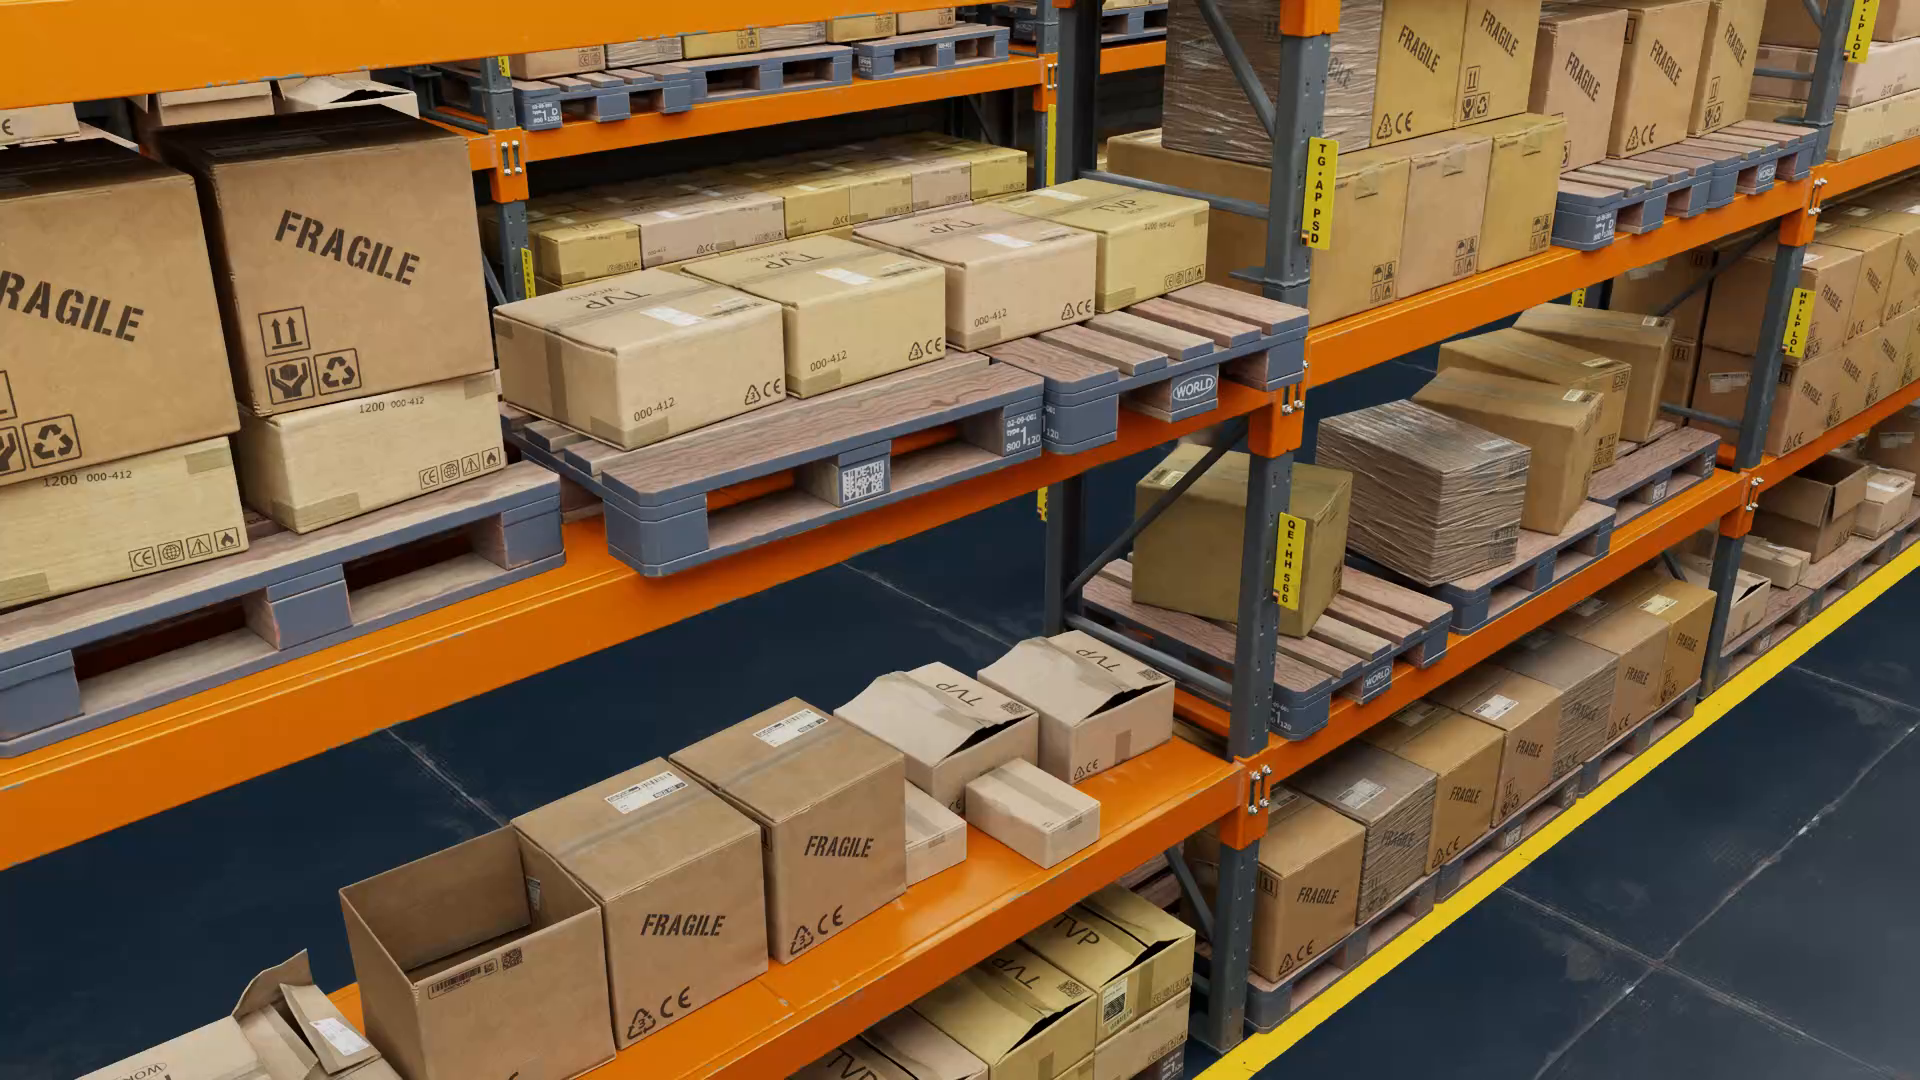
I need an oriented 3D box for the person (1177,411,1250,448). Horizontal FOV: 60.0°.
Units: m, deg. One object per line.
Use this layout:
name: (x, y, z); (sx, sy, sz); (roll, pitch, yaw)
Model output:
person: (1.570, -0.803, 10.384); (1.046, 1.662, 0.559); (-13, 27, -26)
